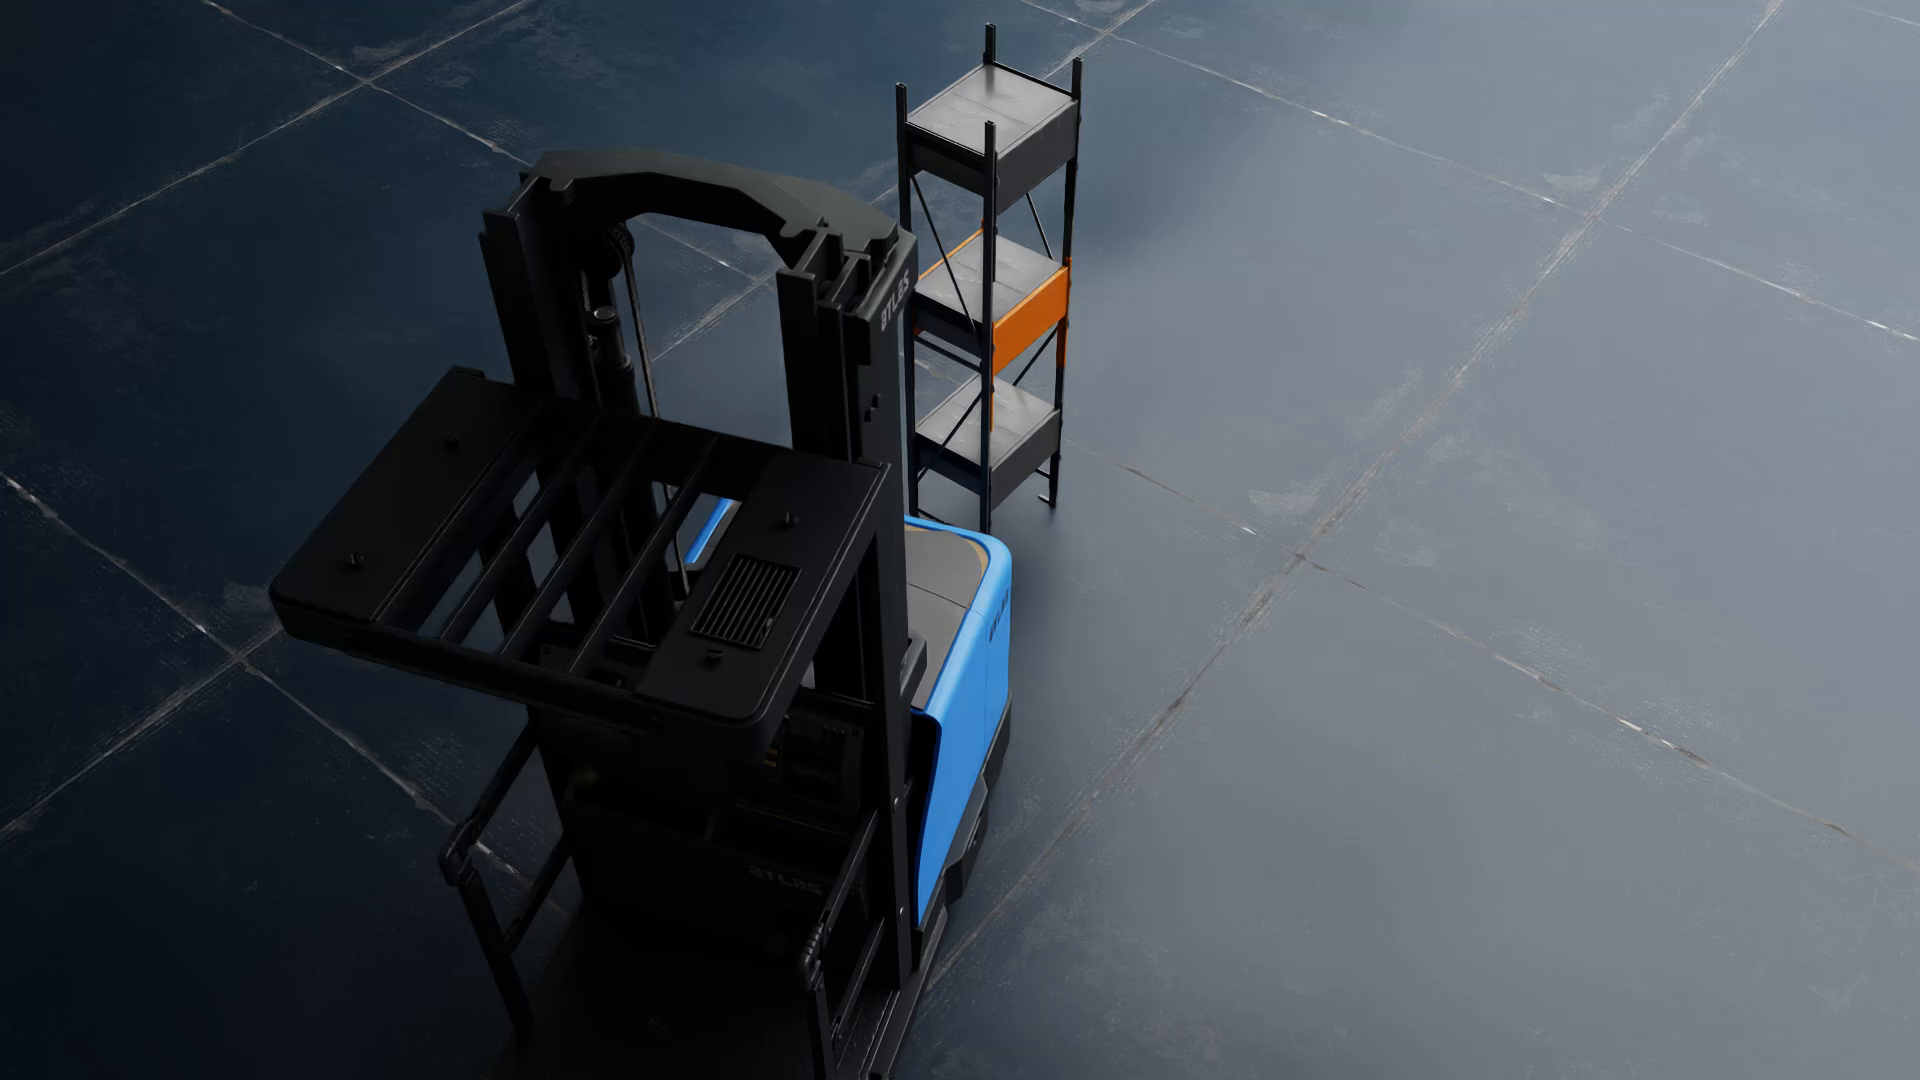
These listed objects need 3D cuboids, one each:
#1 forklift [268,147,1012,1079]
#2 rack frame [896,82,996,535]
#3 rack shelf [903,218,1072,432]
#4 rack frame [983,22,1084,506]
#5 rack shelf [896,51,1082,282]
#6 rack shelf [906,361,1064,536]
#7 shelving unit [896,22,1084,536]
[{"bbox_3d":[-0.759,0.632,4.284,1.130,2.935,3.031,13,48,12],"label":"forklift"},{"bbox_3d":[-0.048,-0.680,6.113,0.400,2.100,0.015,29,53,25],"label":"rack frame"},{"bbox_3d":[0.101,-0.811,6.256,0.431,0.518,0.480,29,53,25],"label":"rack shelf"},{"bbox_3d":[0.250,-0.960,6.379,0.400,2.100,0.015,29,53,25],"label":"rack frame"},{"bbox_3d":[0.101,-1.294,5.750,0.431,0.518,0.480,29,53,25],"label":"rack shelf"},{"bbox_3d":[0.101,-0.327,6.762,0.431,0.518,0.480,29,53,25],"label":"rack shelf"},{"bbox_3d":[0.101,-0.820,6.246,0.431,2.100,0.503,29,53,25],"label":"shelving unit"}]
